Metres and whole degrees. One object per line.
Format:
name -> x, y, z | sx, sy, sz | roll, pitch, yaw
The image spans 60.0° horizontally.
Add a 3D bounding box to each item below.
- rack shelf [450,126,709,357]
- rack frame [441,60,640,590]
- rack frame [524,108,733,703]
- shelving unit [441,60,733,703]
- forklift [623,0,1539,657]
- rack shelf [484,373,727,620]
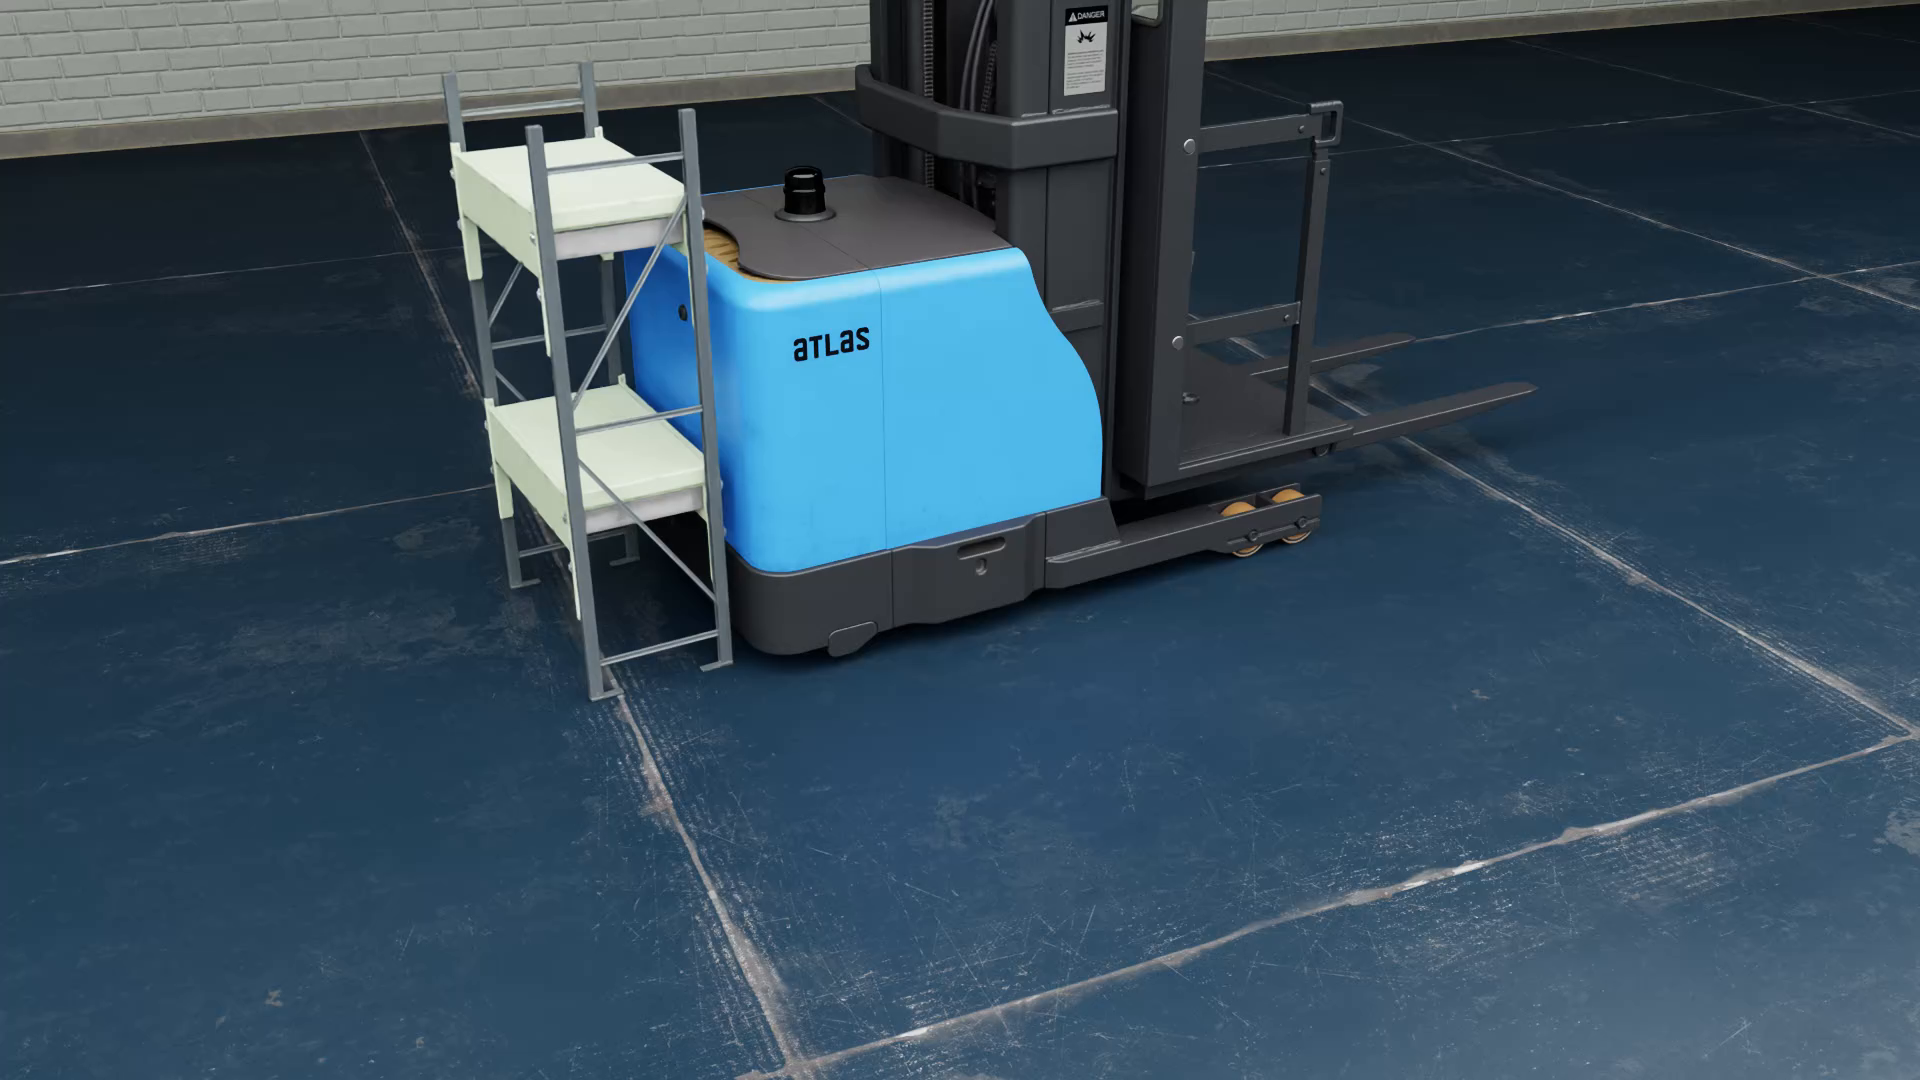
rack shelf -> -0.982, -0.784, 4.257 | 0.431, 0.370, 0.720 | -14, 29, -27
rack frame -> -1.164, -0.573, 4.713 | 0.400, 1.500, 0.023 | -14, 29, -27
rack frame -> -0.799, -0.294, 4.143 | 0.400, 1.500, 0.023 | -14, 29, -27
shelving unit -> -0.982, -0.433, 4.428 | 0.431, 1.500, 0.755 | -14, 29, -27
forklift -> 0.550, -1.453, 4.884 | 3.031, 2.935, 1.130 | -14, 29, -26
rack shelf -> -0.982, -0.140, 4.571 | 0.431, 0.370, 0.720 | -14, 29, -27
